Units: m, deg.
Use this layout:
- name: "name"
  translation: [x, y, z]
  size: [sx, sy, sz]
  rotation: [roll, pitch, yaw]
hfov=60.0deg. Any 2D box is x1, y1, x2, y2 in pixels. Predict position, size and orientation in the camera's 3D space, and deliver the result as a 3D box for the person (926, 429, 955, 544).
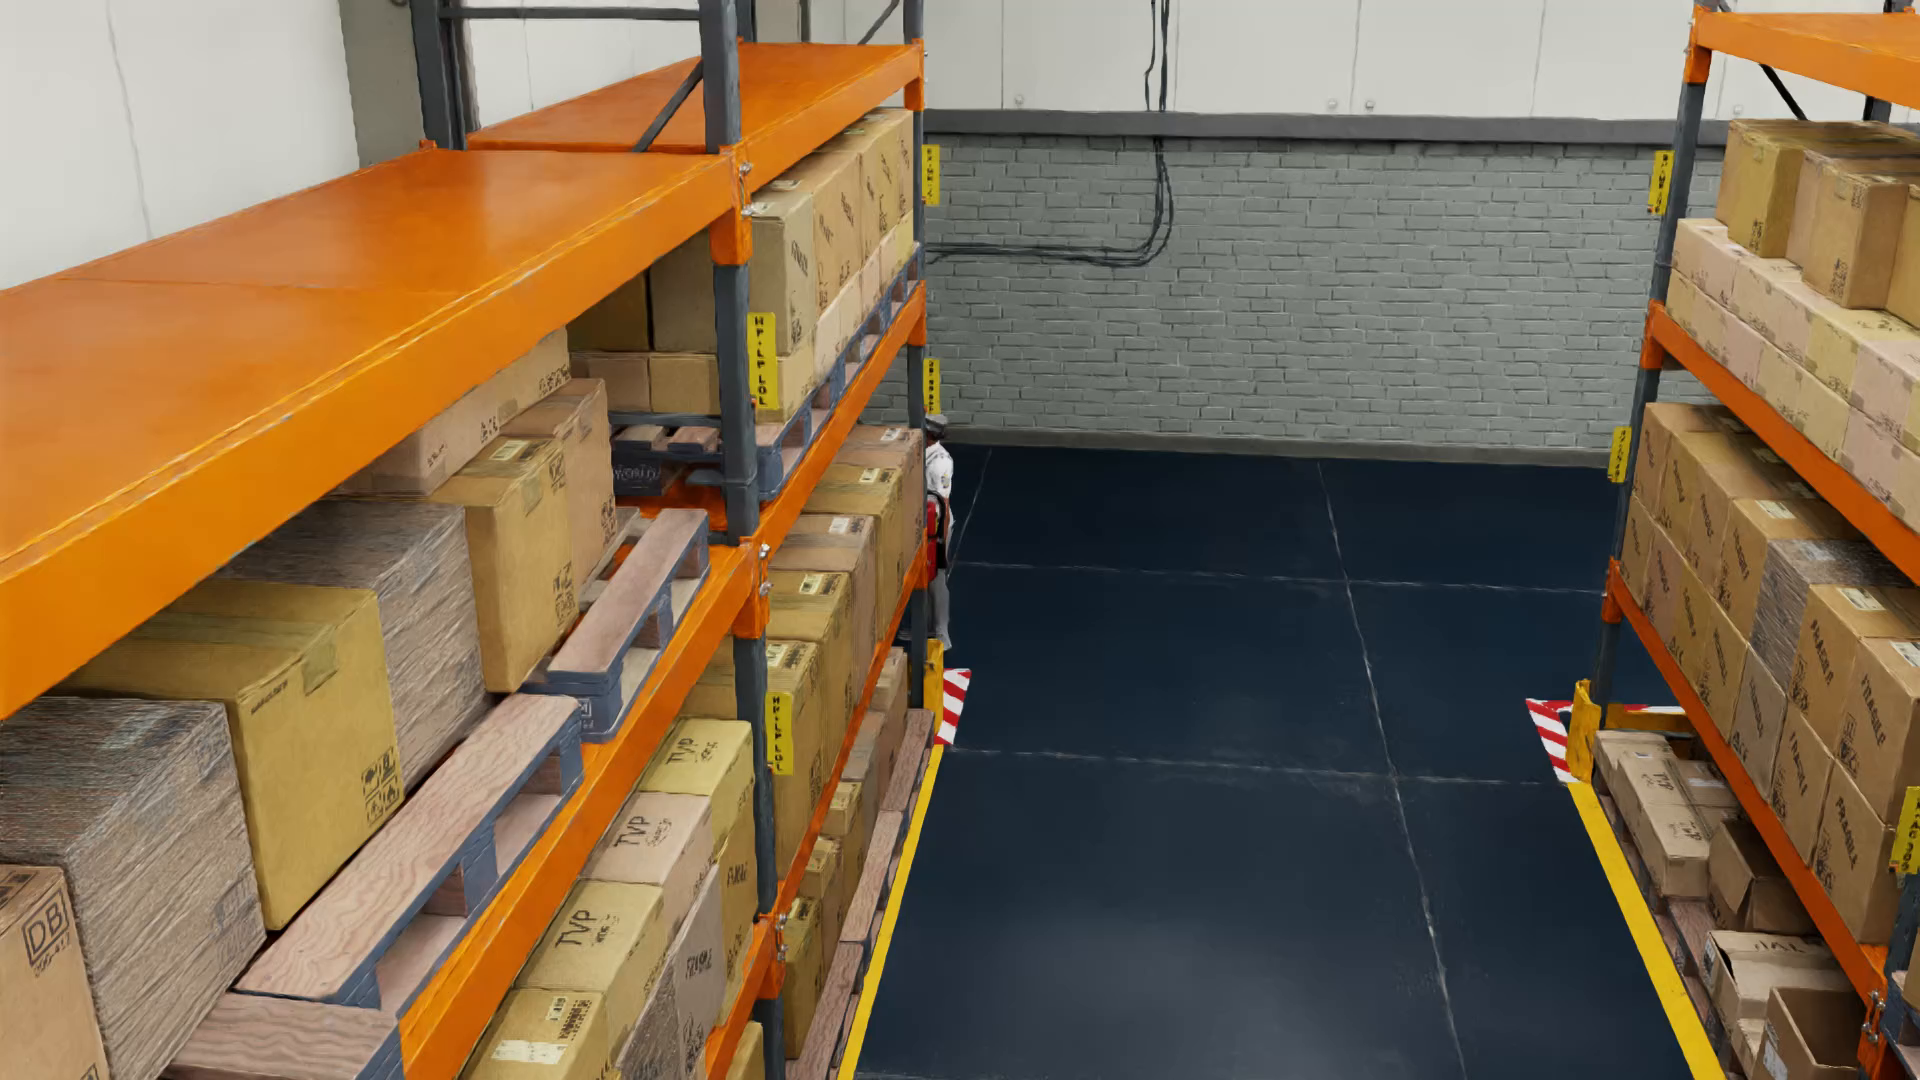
- name: "person"
  translation: [-0.204, -0.369, 11.065]
  size: [0.335, 0.988, 0.604]
  rotation: [-11, 24, -27]
